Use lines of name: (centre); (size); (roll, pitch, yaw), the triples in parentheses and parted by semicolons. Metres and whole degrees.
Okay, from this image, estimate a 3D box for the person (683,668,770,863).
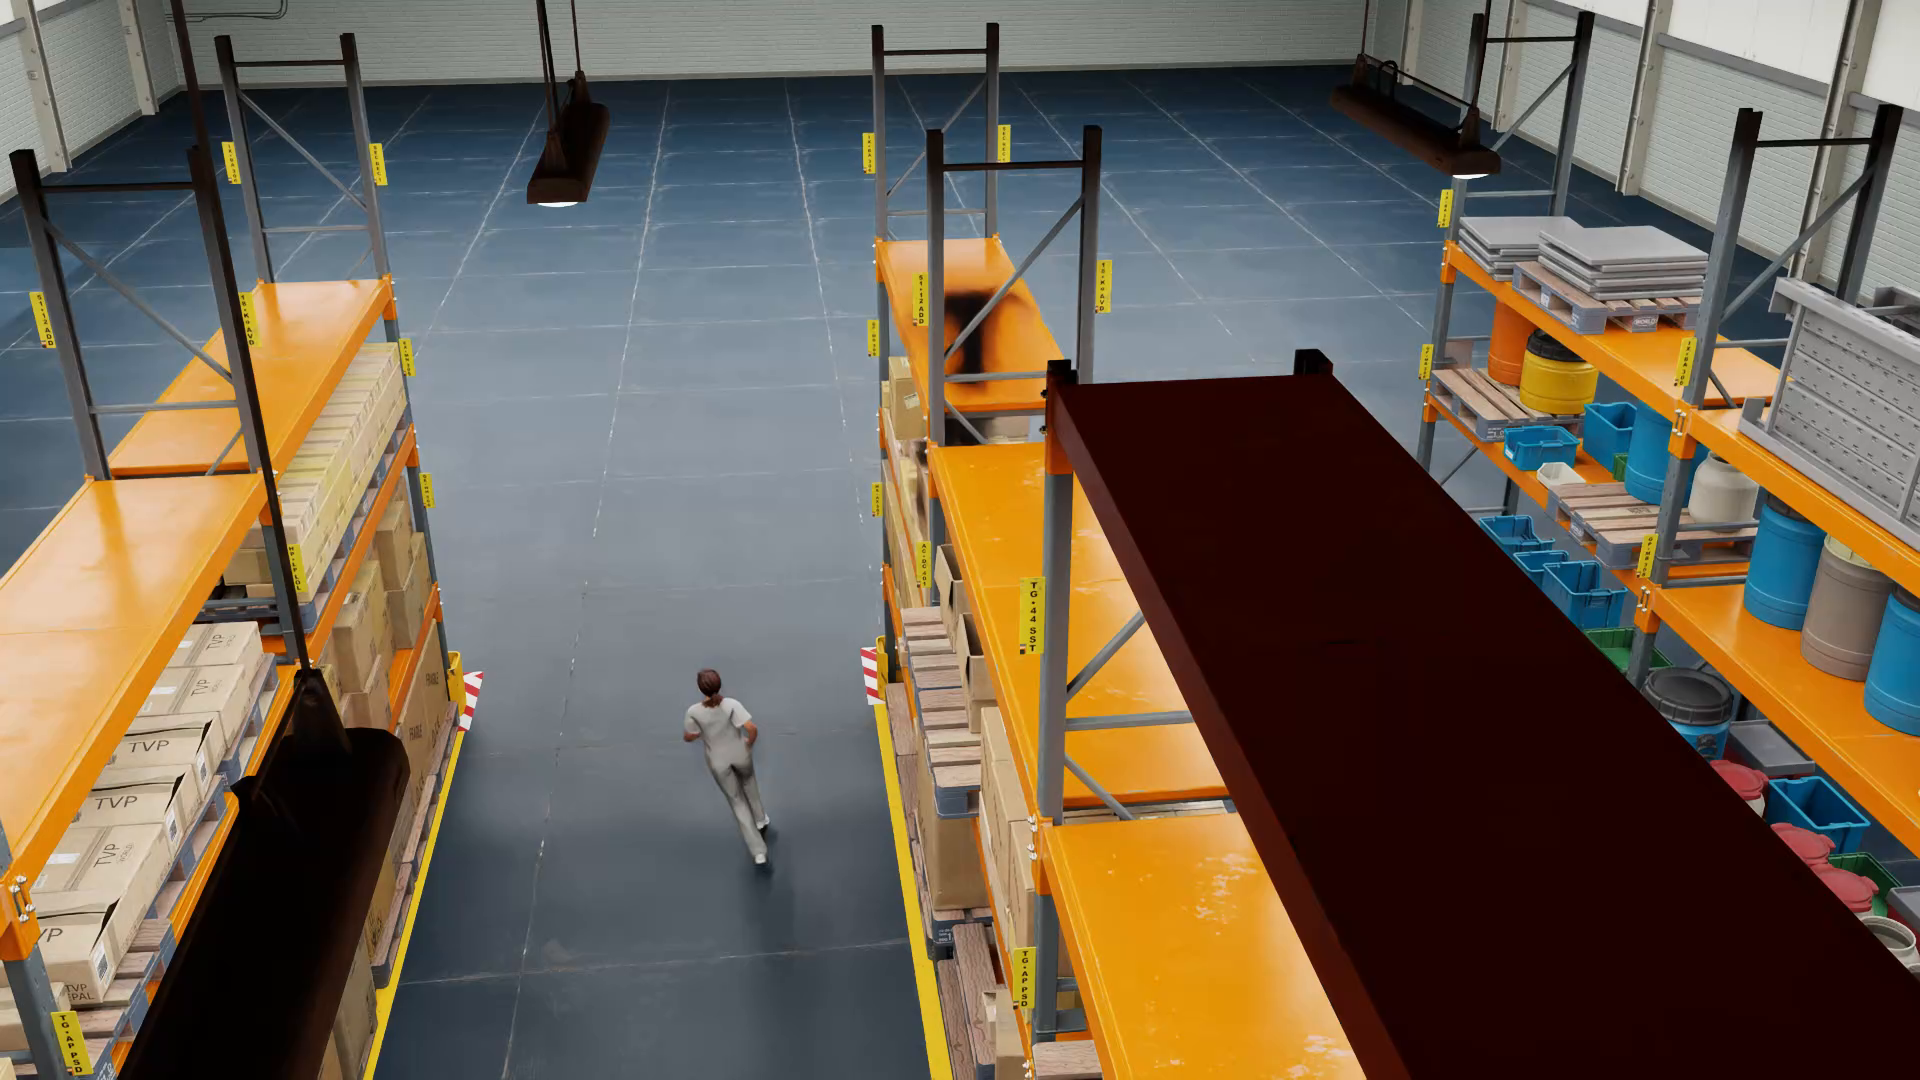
person: (-1.785, 1.752, 12.946); (0.679, 1.656, 0.782); (-8, 27, -16)
